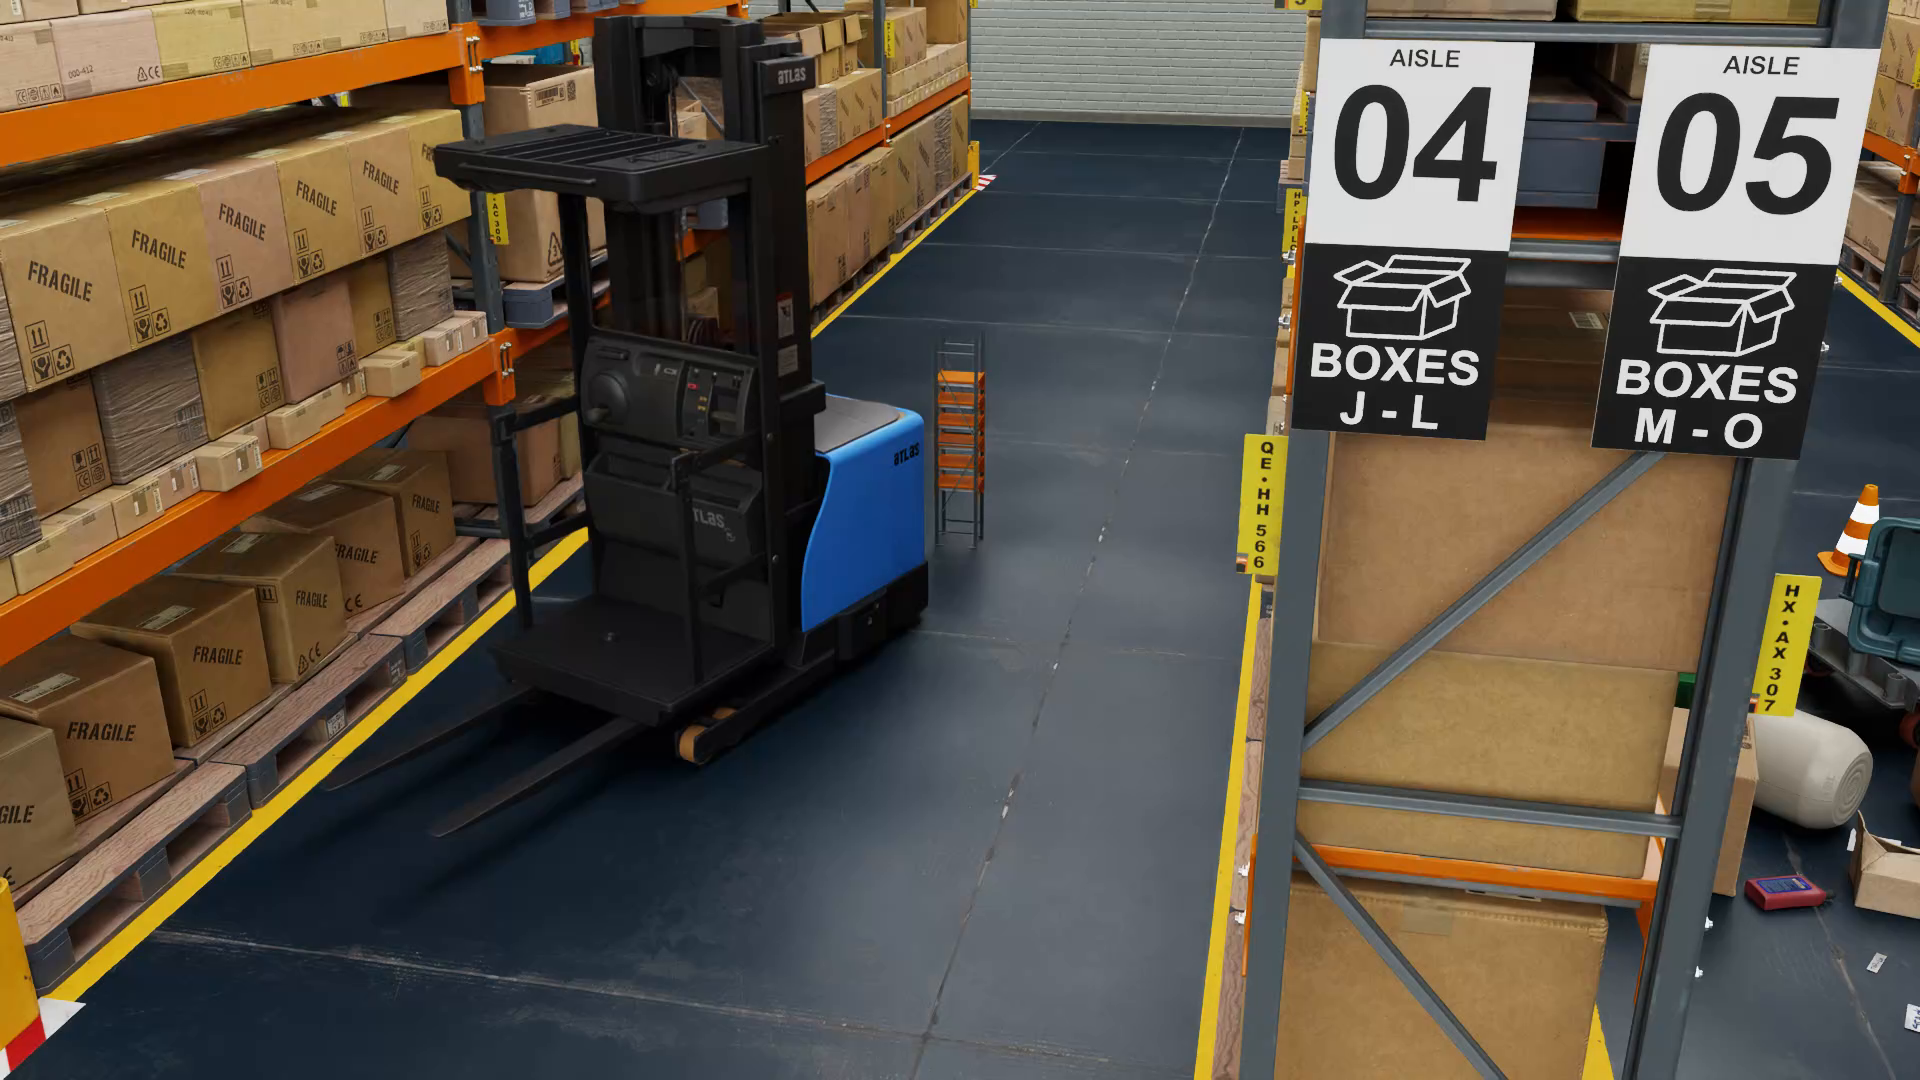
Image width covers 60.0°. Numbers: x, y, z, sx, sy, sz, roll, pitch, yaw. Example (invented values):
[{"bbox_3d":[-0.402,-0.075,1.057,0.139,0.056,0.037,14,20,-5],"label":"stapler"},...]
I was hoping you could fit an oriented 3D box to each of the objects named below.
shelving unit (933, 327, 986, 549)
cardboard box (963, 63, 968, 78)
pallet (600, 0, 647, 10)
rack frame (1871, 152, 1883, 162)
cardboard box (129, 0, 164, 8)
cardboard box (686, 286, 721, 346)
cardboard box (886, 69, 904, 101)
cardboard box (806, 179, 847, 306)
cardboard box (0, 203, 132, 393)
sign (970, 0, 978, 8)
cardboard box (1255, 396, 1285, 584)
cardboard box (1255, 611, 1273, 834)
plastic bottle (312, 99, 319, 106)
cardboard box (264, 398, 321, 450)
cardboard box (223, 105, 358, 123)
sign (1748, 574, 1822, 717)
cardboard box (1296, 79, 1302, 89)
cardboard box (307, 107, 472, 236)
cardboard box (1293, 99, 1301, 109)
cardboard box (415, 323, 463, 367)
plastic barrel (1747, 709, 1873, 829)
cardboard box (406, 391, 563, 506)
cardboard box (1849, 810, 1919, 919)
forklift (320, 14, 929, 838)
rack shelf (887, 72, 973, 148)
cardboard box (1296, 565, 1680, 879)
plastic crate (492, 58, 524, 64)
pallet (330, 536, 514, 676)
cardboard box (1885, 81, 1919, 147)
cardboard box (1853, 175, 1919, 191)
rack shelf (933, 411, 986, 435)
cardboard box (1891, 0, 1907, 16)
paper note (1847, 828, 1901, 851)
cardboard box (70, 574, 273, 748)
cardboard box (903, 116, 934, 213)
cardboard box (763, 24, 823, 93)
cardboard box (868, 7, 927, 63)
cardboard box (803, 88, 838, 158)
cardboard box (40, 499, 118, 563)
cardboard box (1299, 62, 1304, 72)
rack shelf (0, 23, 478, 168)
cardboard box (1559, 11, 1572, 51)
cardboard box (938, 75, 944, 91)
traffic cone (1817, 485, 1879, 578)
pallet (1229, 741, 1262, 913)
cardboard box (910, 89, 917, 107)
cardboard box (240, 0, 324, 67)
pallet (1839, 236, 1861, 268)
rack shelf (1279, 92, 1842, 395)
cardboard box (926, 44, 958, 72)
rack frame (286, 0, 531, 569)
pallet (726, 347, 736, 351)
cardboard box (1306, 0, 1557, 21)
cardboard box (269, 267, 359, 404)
[{"bbox_3d":[-0.003,-0.551,9.116,0.258,1.200,0.189,4,22,11],"label":"shelving unit"},{"bbox_3d":[-0.125,-5.376,19.024,0.380,0.149,0.250,5,22,12],"label":"cardboard box"},{"bbox_3d":[-2.384,-3.161,9.423,1.213,0.211,1.003,4,22,11],"label":"pallet"},{"bbox_3d":[9.327,-4.893,17.487,1.000,3.000,0.127,4,22,11],"label":"rack frame"},{"bbox_3d":[-3.053,-1.954,5.843,0.380,0.149,0.250,4,22,10],"label":"cardboard box"},{"bbox_3d":[-2.124,-1.520,11.870,0.700,0.500,0.500,3,22,8],"label":"cardboard box"},{"bbox_3d":[-0.839,-4.405,16.080,0.500,0.250,0.500,4,22,10],"label":"cardboard box"},{"bbox_3d":[-1.657,-2.508,13.847,1.225,0.875,0.875,5,22,11],"label":"cardboard box"},{"bbox_3d":[-3.152,-0.807,5.473,0.500,0.500,0.500,4,22,11],"label":"cardboard box"},{"bbox_3d":[0.154,-6.249,18.987,0.100,0.325,0.005,4,22,11],"label":"sign"},{"bbox_3d":[2.050,-0.229,8.357,1.050,0.750,0.750,4,22,11],"label":"cardboard box"},{"bbox_3d":[1.447,0.834,5.549,0.875,0.875,0.875,4,22,10],"label":"cardboard box"},{"bbox_3d":[-6.009,-3.969,15.360,0.152,0.276,0.135,4,22,11],"label":"plastic bottle"},{"bbox_3d":[-2.900,-0.494,6.902,0.380,0.149,0.250,4,22,11],"label":"cardboard box"},{"bbox_3d":[-3.164,-1.762,7.844,0.500,0.500,0.500,4,22,11],"label":"cardboard box"},{"bbox_3d":[1.738,0.225,3.516,0.100,0.325,0.005,4,22,11],"label":"sign"},{"bbox_3d":[2.851,-3.542,13.112,0.380,0.149,0.250,5,23,13],"label":"cardboard box"},{"bbox_3d":[-2.646,-1.722,7.744,0.500,0.500,0.500,4,22,11],"label":"cardboard box"},{"bbox_3d":[2.586,-3.063,11.922,0.380,0.149,0.250,5,23,13],"label":"cardboard box"},{"bbox_3d":[-2.640,-0.951,8.036,0.380,0.149,0.250,4,22,11],"label":"cardboard box"},{"bbox_3d":[3.282,0.883,6.596,0.421,0.421,0.512,-16,27,-35],"label":"plastic barrel"},{"bbox_3d":[-2.677,-0.527,9.404,0.700,0.500,0.500,3,22,7],"label":"cardboard box"},{"bbox_3d":[3.464,1.193,6.036,0.396,0.266,0.258,8,23,20],"label":"cardboard box"},{"bbox_3d":[-1.372,-0.614,6.954,1.130,2.935,3.031,13,26,30],"label":"forklift"},{"bbox_3d":[-0.783,-4.583,17.681,1.077,0.370,4.000,4,22,11],"label":"rack shelf"},{"bbox_3d":[1.227,0.410,4.120,0.875,0.550,0.550,4,22,11],"label":"cardboard box"},{"bbox_3d":[-5.286,-5.514,19.303,0.396,0.136,0.243,4,22,11],"label":"plastic crate"},{"bbox_3d":[-2.926,0.282,8.370,1.003,0.211,1.213,4,22,11],"label":"pallet"},{"bbox_3d":[8.355,-3.665,14.305,0.500,0.500,0.500,5,22,11],"label":"cardboard box"},{"bbox_3d":[9.111,-3.315,16.436,0.875,0.438,0.875,5,22,12],"label":"cardboard box"},{"bbox_3d":[-0.003,-0.621,9.088,0.258,0.103,0.180,4,22,11],"label":"rack shelf"},{"bbox_3d":[8.532,-4.745,14.778,0.380,0.149,0.250,4,22,11],"label":"cardboard box"},{"bbox_3d":[3.526,1.173,6.411,0.172,0.023,0.155,13,25,29],"label":"paper note"},{"bbox_3d":[-3.261,0.492,6.900,0.500,0.500,0.500,7,23,16],"label":"cardboard box"},{"bbox_3d":[-0.794,-3.959,17.450,0.875,0.875,0.875,4,22,11],"label":"cardboard box"},{"bbox_3d":[-1.576,-3.984,13.754,0.797,0.503,0.637,5,23,13],"label":"cardboard box"},{"bbox_3d":[-0.633,-5.127,16.868,0.500,0.500,0.500,4,22,9],"label":"cardboard box"},{"bbox_3d":[-1.334,-3.485,13.857,0.500,0.500,0.500,5,22,11],"label":"cardboard box"},{"bbox_3d":[-3.182,-0.039,5.772,0.380,0.149,0.250,4,22,11],"label":"cardboard box"},{"bbox_3d":[3.113,-4.015,14.286,0.380,0.149,0.250,6,23,14],"label":"cardboard box"},{"bbox_3d":[-3.231,-1.586,6.223,1.077,0.370,4.000,4,22,11],"label":"rack shelf"},{"bbox_3d":[1.785,-1.368,4.360,0.380,0.149,0.250,5,22,11],"label":"cardboard box"},{"bbox_3d":[-0.384,-4.908,17.860,0.380,0.149,0.250,5,22,11],"label":"cardboard box"},{"bbox_3d":[4.841,-0.070,8.907,0.336,0.463,0.334,4,22,11],"label":"traffic cone"},{"bbox_3d":[1.533,1.169,6.169,1.003,0.211,1.213,4,22,11],"label":"pallet"},{"bbox_3d":[-0.646,-4.440,16.700,0.380,0.149,0.250,4,22,9],"label":"cardboard box"},{"bbox_3d":[-2.876,-2.018,6.534,0.500,0.250,0.500,4,22,11],"label":"cardboard box"},{"bbox_3d":[8.989,-2.856,16.162,1.003,0.211,1.213,4,22,11],"label":"pallet"},{"bbox_3d":[1.604,-1.171,5.193,1.077,0.370,4.000,4,22,11],"label":"rack shelf"},{"bbox_3d":[-0.318,-5.334,18.384,0.500,0.250,0.500,4,22,10],"label":"cardboard box"},{"bbox_3d":[-2.823,-1.259,8.465,1.000,3.000,0.127,4,22,11],"label":"rack frame"},{"bbox_3d":[-2.168,-1.143,11.909,1.003,0.211,1.213,4,22,11],"label":"pallet"},{"bbox_3d":[1.022,-1.283,3.615,0.500,0.250,0.500,5,22,12],"label":"cardboard box"},{"bbox_3d":[-3.116,-0.913,7.074,0.875,0.500,0.500,4,22,11],"label":"cardboard box"}]
